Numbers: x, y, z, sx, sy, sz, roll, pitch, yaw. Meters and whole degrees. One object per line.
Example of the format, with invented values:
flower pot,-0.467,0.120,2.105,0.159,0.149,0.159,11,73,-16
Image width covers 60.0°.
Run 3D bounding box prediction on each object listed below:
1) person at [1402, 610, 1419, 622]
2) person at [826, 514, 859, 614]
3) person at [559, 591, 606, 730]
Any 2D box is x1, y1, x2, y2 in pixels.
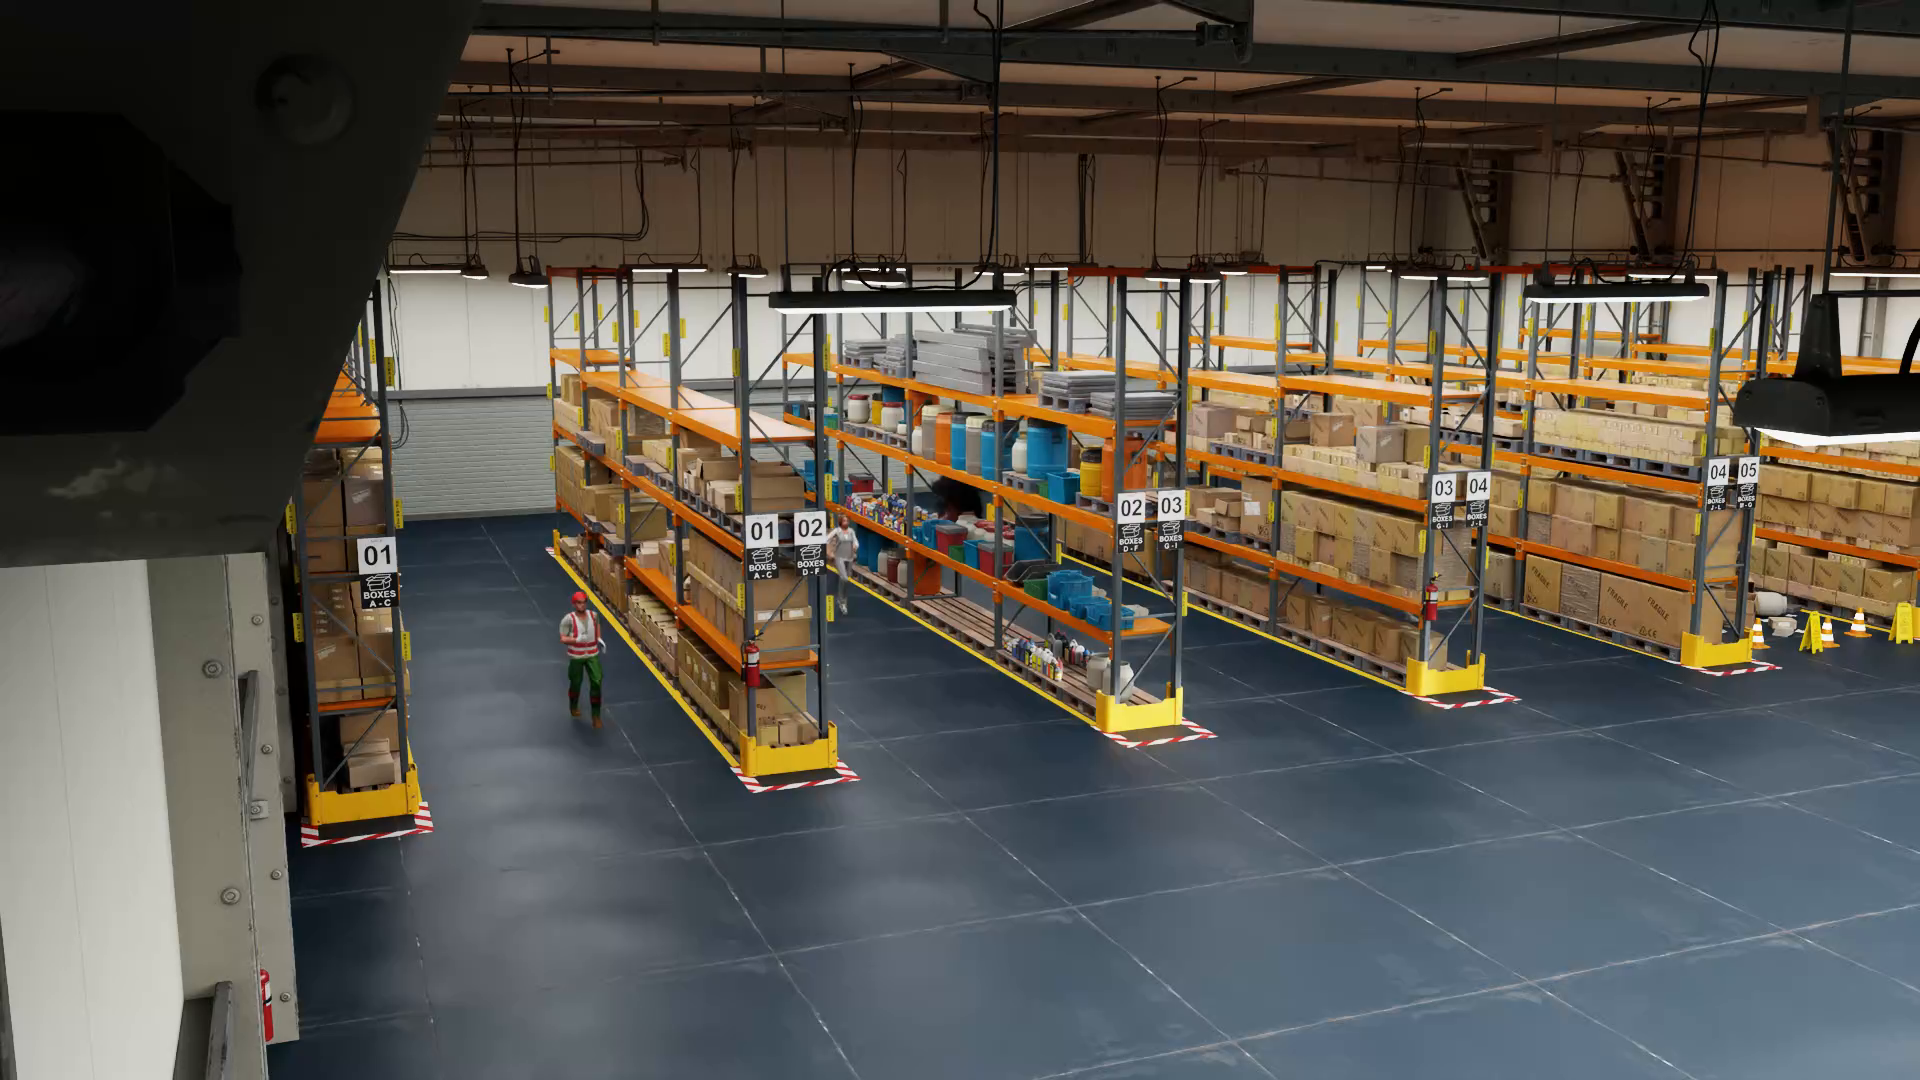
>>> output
person,7.733,0.565,28.643,0.615,1.647,0.589,-5,11,-28
person,-1.964,0.396,28.149,0.503,1.684,0.679,-6,12,-32
person,-5.051,1.594,22.318,0.648,1.845,0.785,-5,11,-28
